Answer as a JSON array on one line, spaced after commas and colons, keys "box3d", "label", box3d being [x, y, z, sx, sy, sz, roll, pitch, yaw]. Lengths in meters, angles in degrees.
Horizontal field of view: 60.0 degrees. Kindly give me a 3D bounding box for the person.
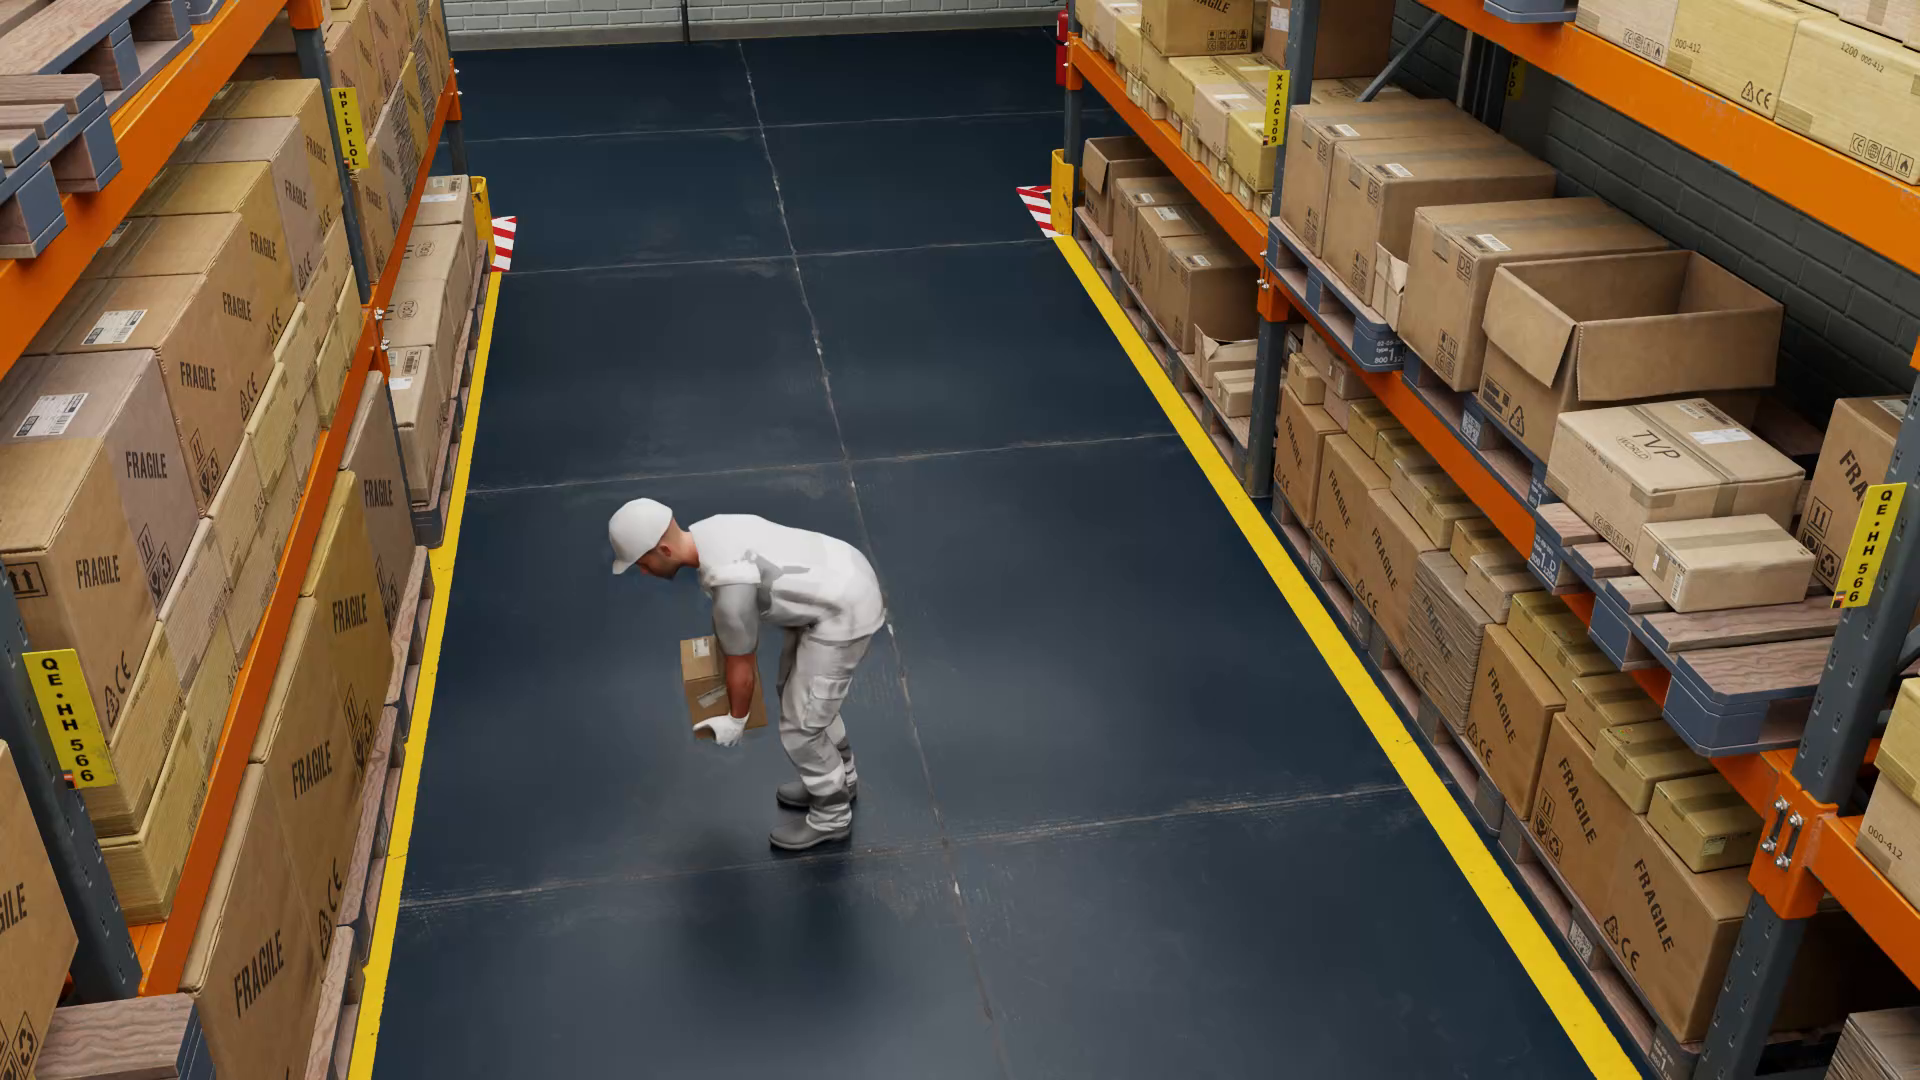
[{"box3d": [-0.701, 0.441, 5.735, 0.886, 1.401, 0.485, -6, 31, -10], "label": "person"}]
